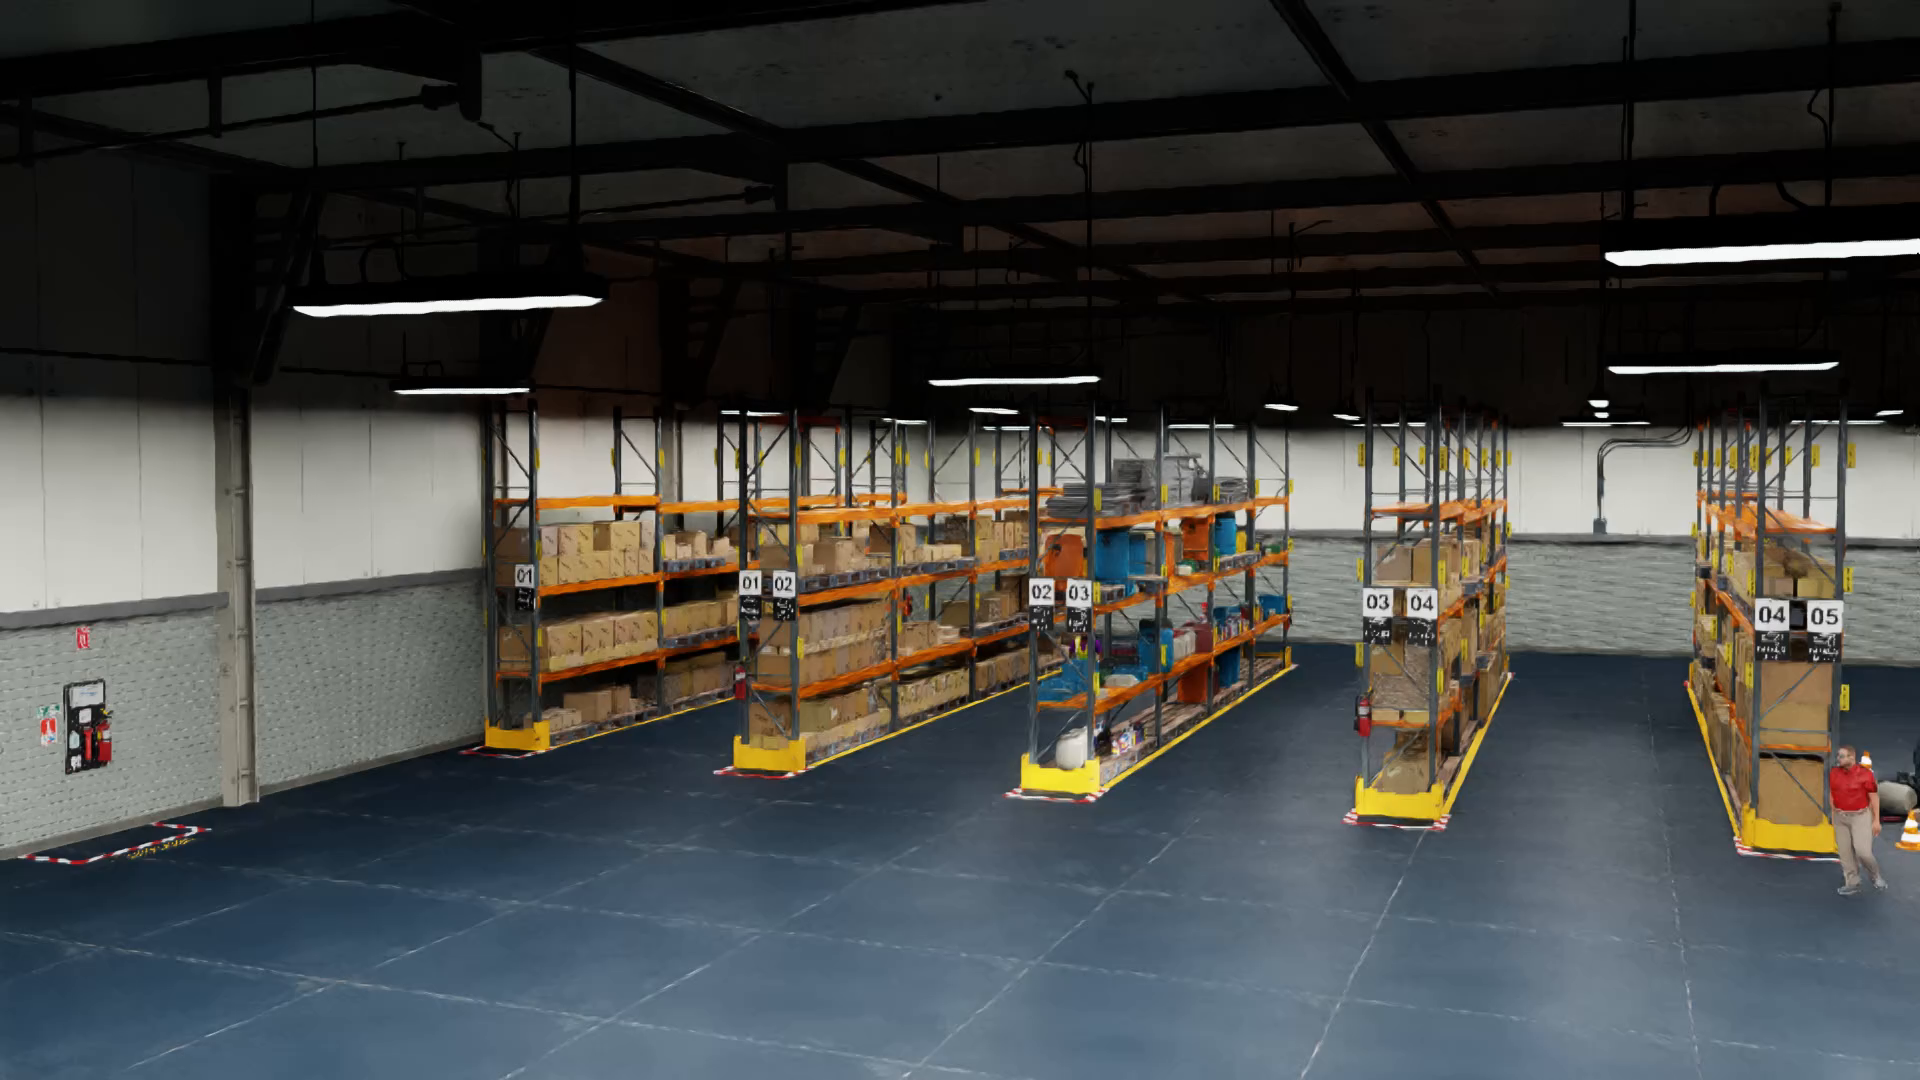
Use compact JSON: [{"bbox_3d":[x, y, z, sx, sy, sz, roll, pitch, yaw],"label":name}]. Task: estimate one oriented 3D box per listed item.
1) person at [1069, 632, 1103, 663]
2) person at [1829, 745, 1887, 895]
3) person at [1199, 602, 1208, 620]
[{"bbox_3d":[2.489,2.522,33.075,0.719,1.714,0.578,1,3,19],"label":"person"},{"bbox_3d":[10.310,3.203,19.100,0.549,1.716,0.605,-2,3,-31],"label":"person"},{"bbox_3d":[5.688,2.268,38.026,0.596,1.737,0.992,3,4,42],"label":"person"}]
